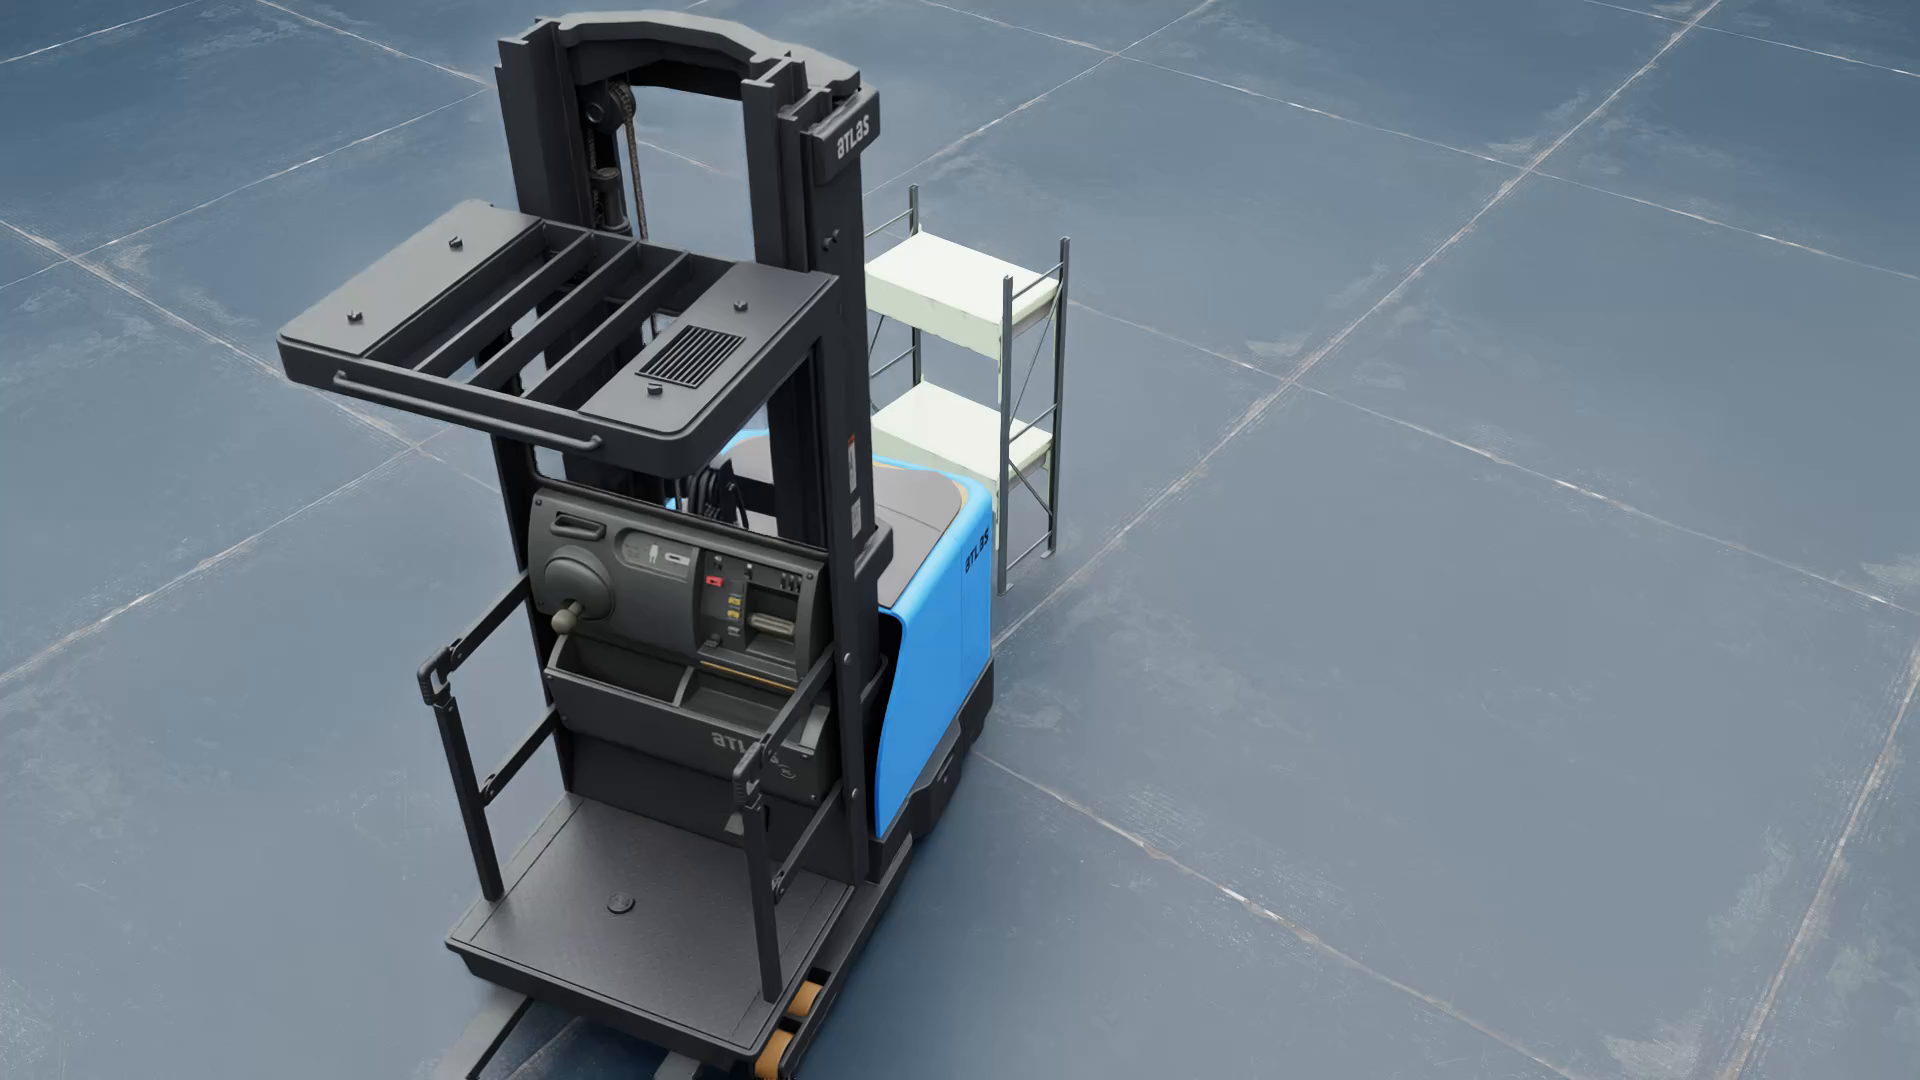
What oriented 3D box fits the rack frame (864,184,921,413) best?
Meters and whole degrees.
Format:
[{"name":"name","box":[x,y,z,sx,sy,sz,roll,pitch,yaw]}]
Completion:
[{"name":"rack frame","box":[-0.296,-0.730,6.966,0.023,1.500,0.400,25,45,29]}]

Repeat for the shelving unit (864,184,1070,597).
[{"name":"shelving unit","box":[-0.005,-0.593,6.791,0.755,1.500,0.431,25,45,29]}]

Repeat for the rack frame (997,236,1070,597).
[{"name":"rack frame","box":[0.285,-0.456,6.616,0.023,1.500,0.400,25,45,29]}]

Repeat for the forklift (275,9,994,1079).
[{"name":"forklift","box":[-0.909,0.213,4.600,1.130,2.935,3.031,14,40,18]}]

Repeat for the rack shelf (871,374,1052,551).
[{"name":"rack shelf","box":[-0.005,-0.336,6.992,0.720,0.370,0.431,25,45,29]}]

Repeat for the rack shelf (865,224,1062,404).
[{"name":"rack shelf","box":[-0.005,-0.900,6.550,0.720,0.370,0.431,25,45,29]}]
